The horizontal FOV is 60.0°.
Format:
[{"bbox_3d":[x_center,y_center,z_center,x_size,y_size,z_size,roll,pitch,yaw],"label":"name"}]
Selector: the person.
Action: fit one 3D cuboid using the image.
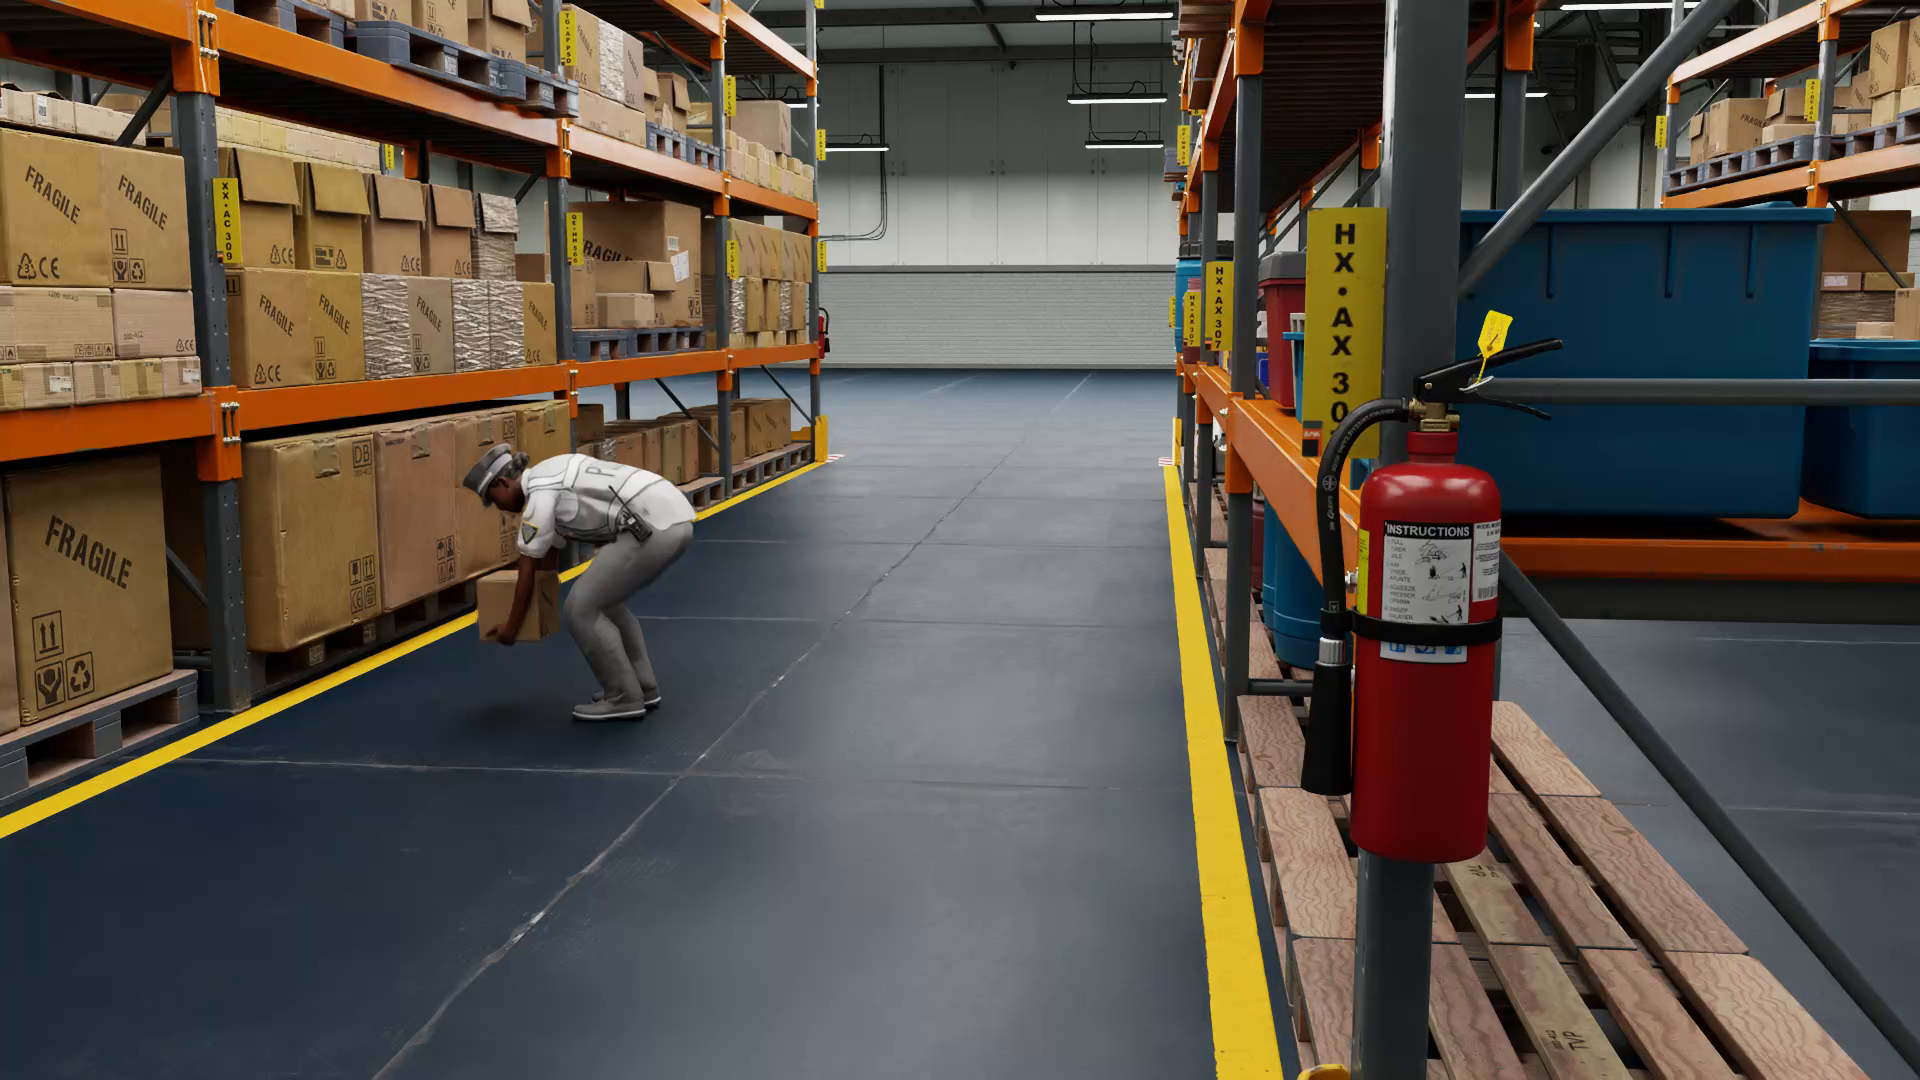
[{"bbox_3d":[-1.532,0.160,6.720,0.930,1.103,0.436,0,8,3],"label":"person"}]
